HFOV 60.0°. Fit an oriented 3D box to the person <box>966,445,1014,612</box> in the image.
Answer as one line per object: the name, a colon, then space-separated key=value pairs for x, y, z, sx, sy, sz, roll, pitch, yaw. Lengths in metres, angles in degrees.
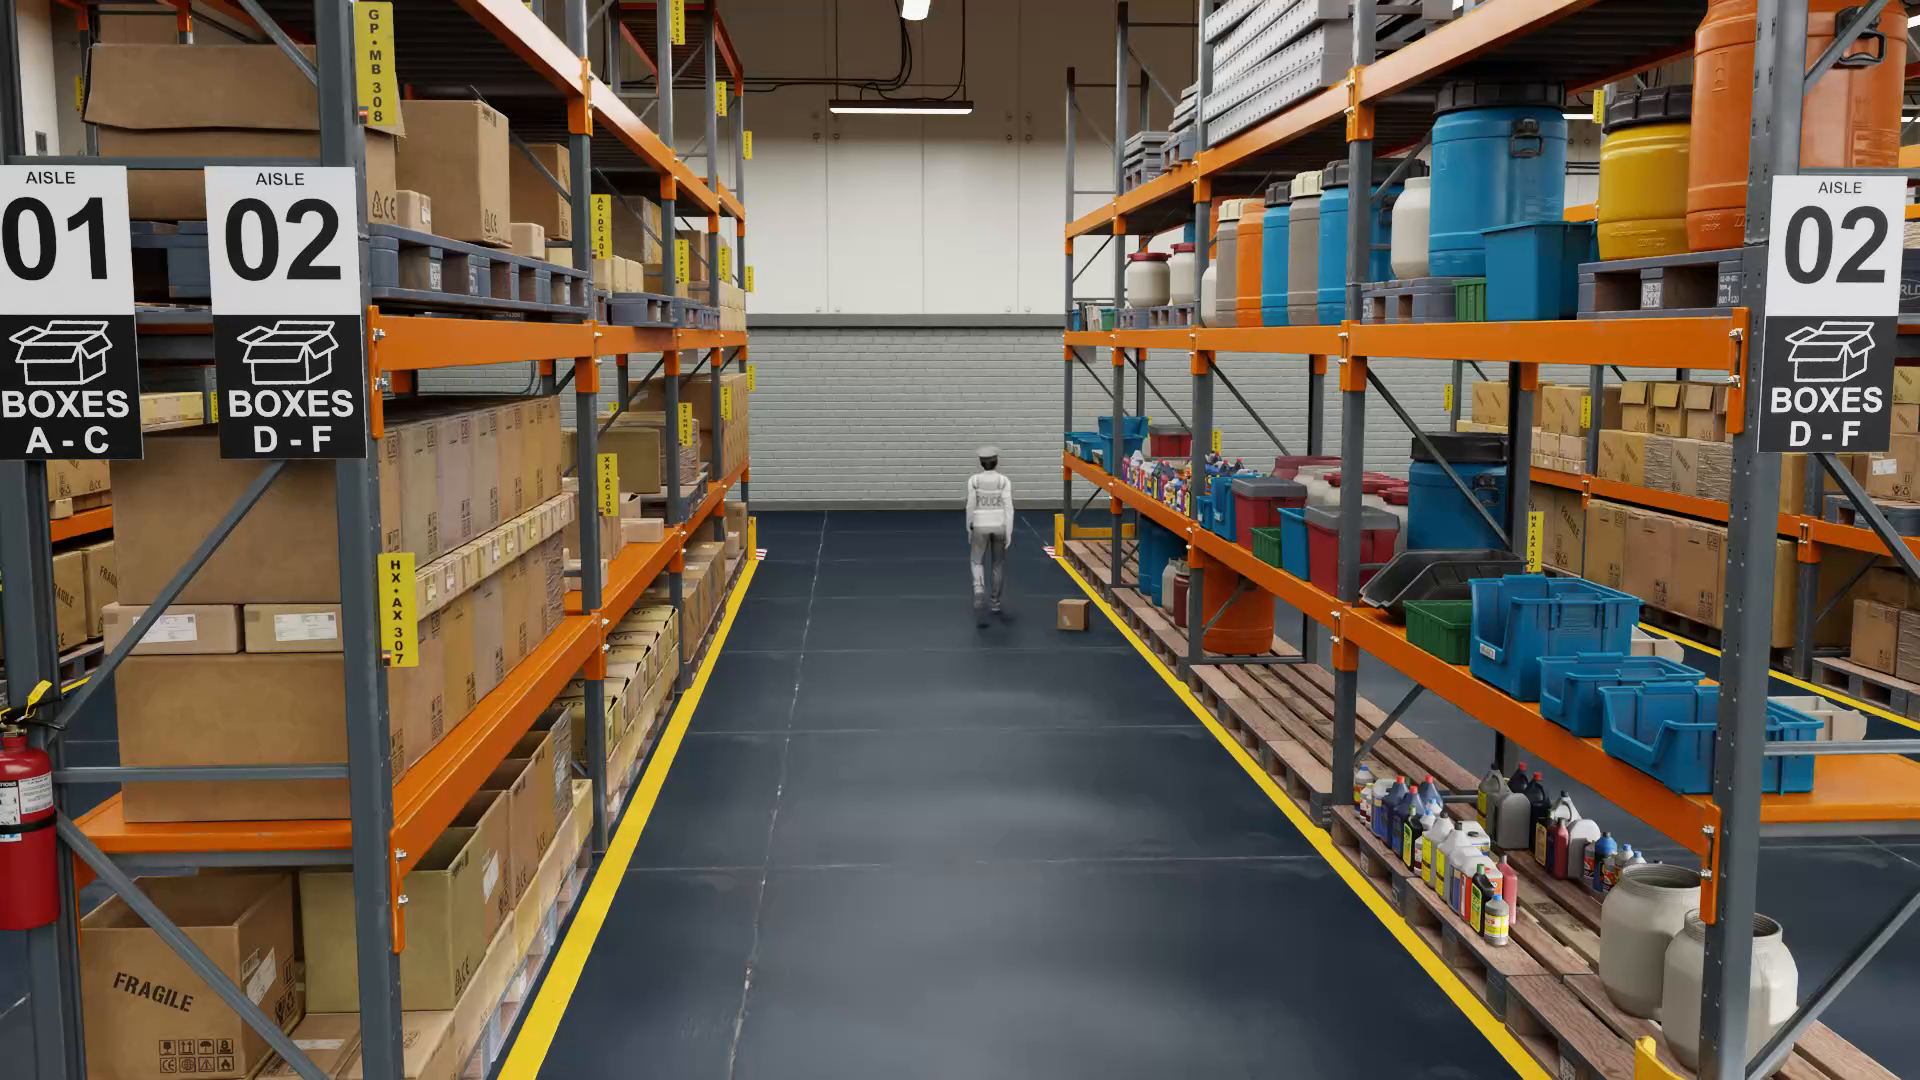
person: x=0.292 y=-0.096 z=16.348 sx=0.472 sy=1.658 sz=0.788 roll=0 pitch=7 yaw=-3
